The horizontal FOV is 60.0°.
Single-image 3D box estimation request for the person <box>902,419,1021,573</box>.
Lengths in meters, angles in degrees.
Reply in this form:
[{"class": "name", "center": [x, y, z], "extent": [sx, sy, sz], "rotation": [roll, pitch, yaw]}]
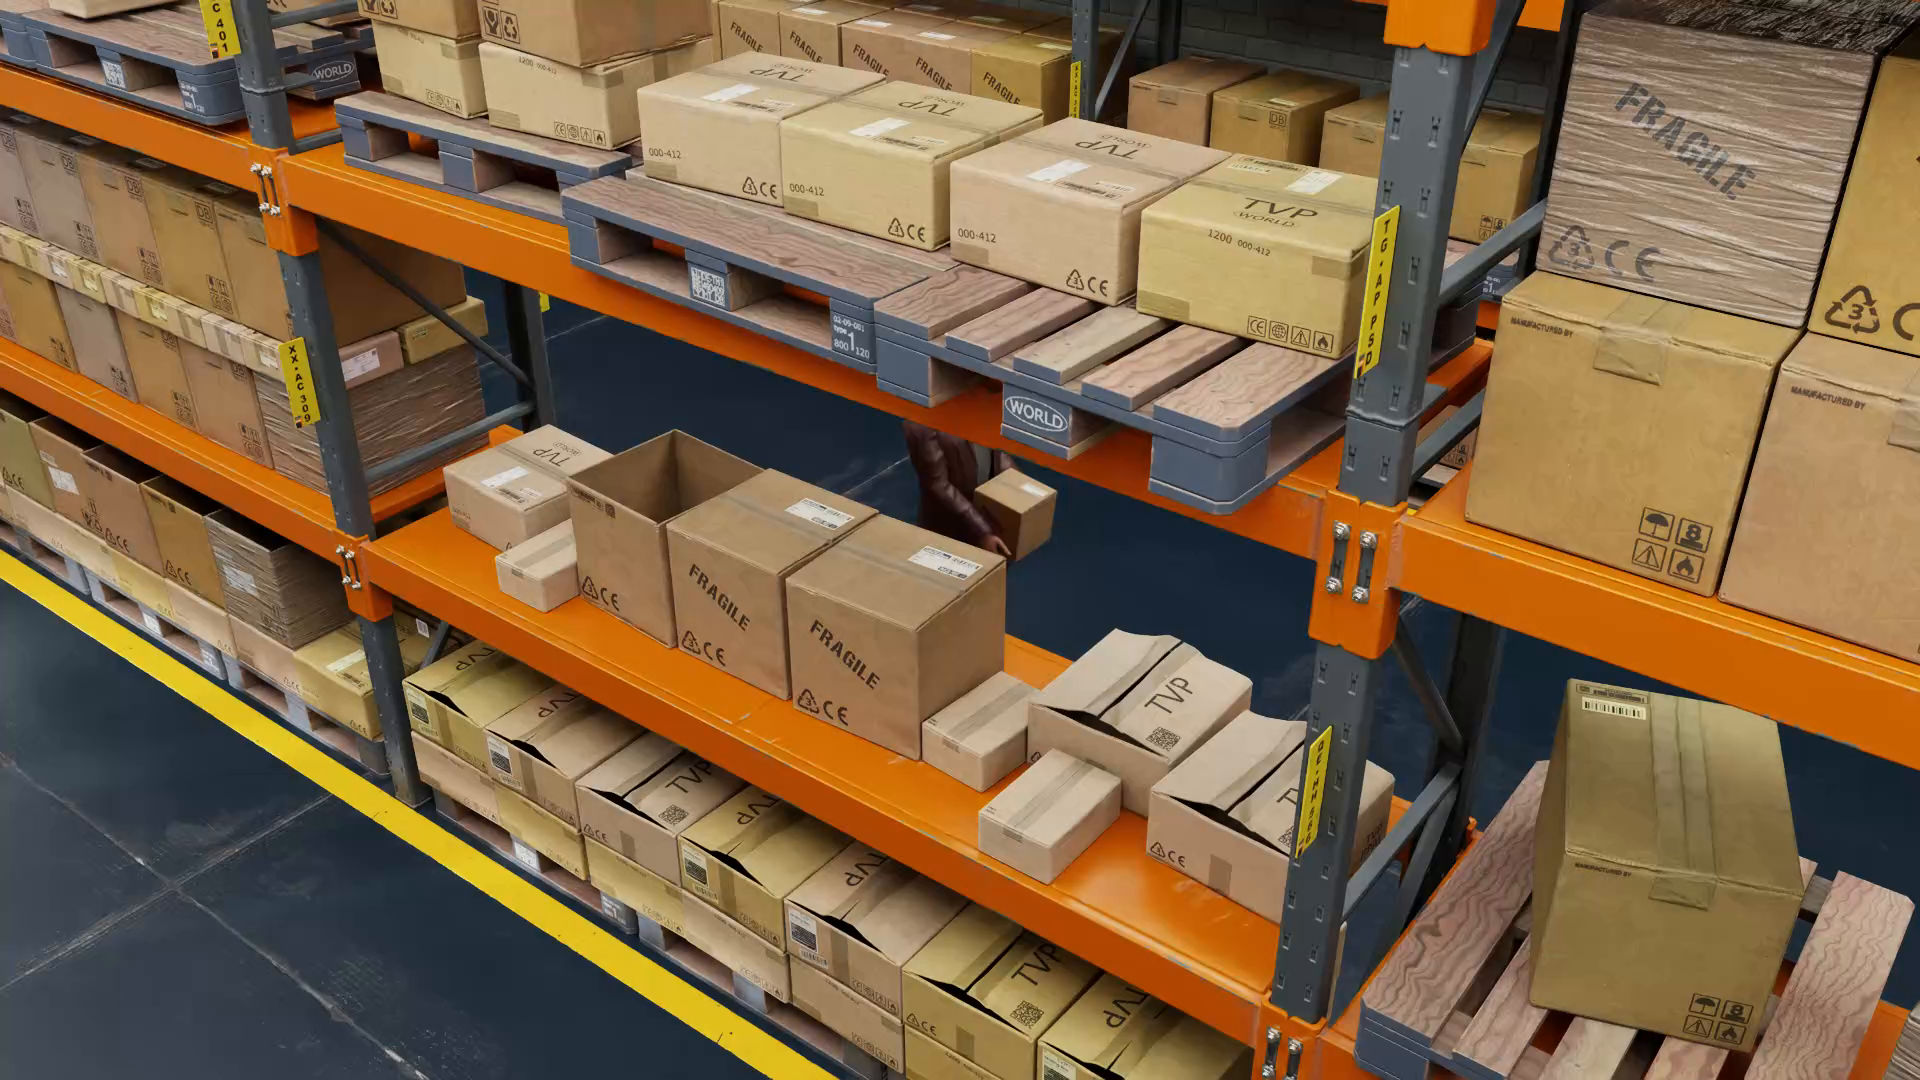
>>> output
[{"class": "person", "center": [0.083, -0.012, 7.171], "extent": [0.552, 1.770, 0.529], "rotation": [22, 37, 33]}]
